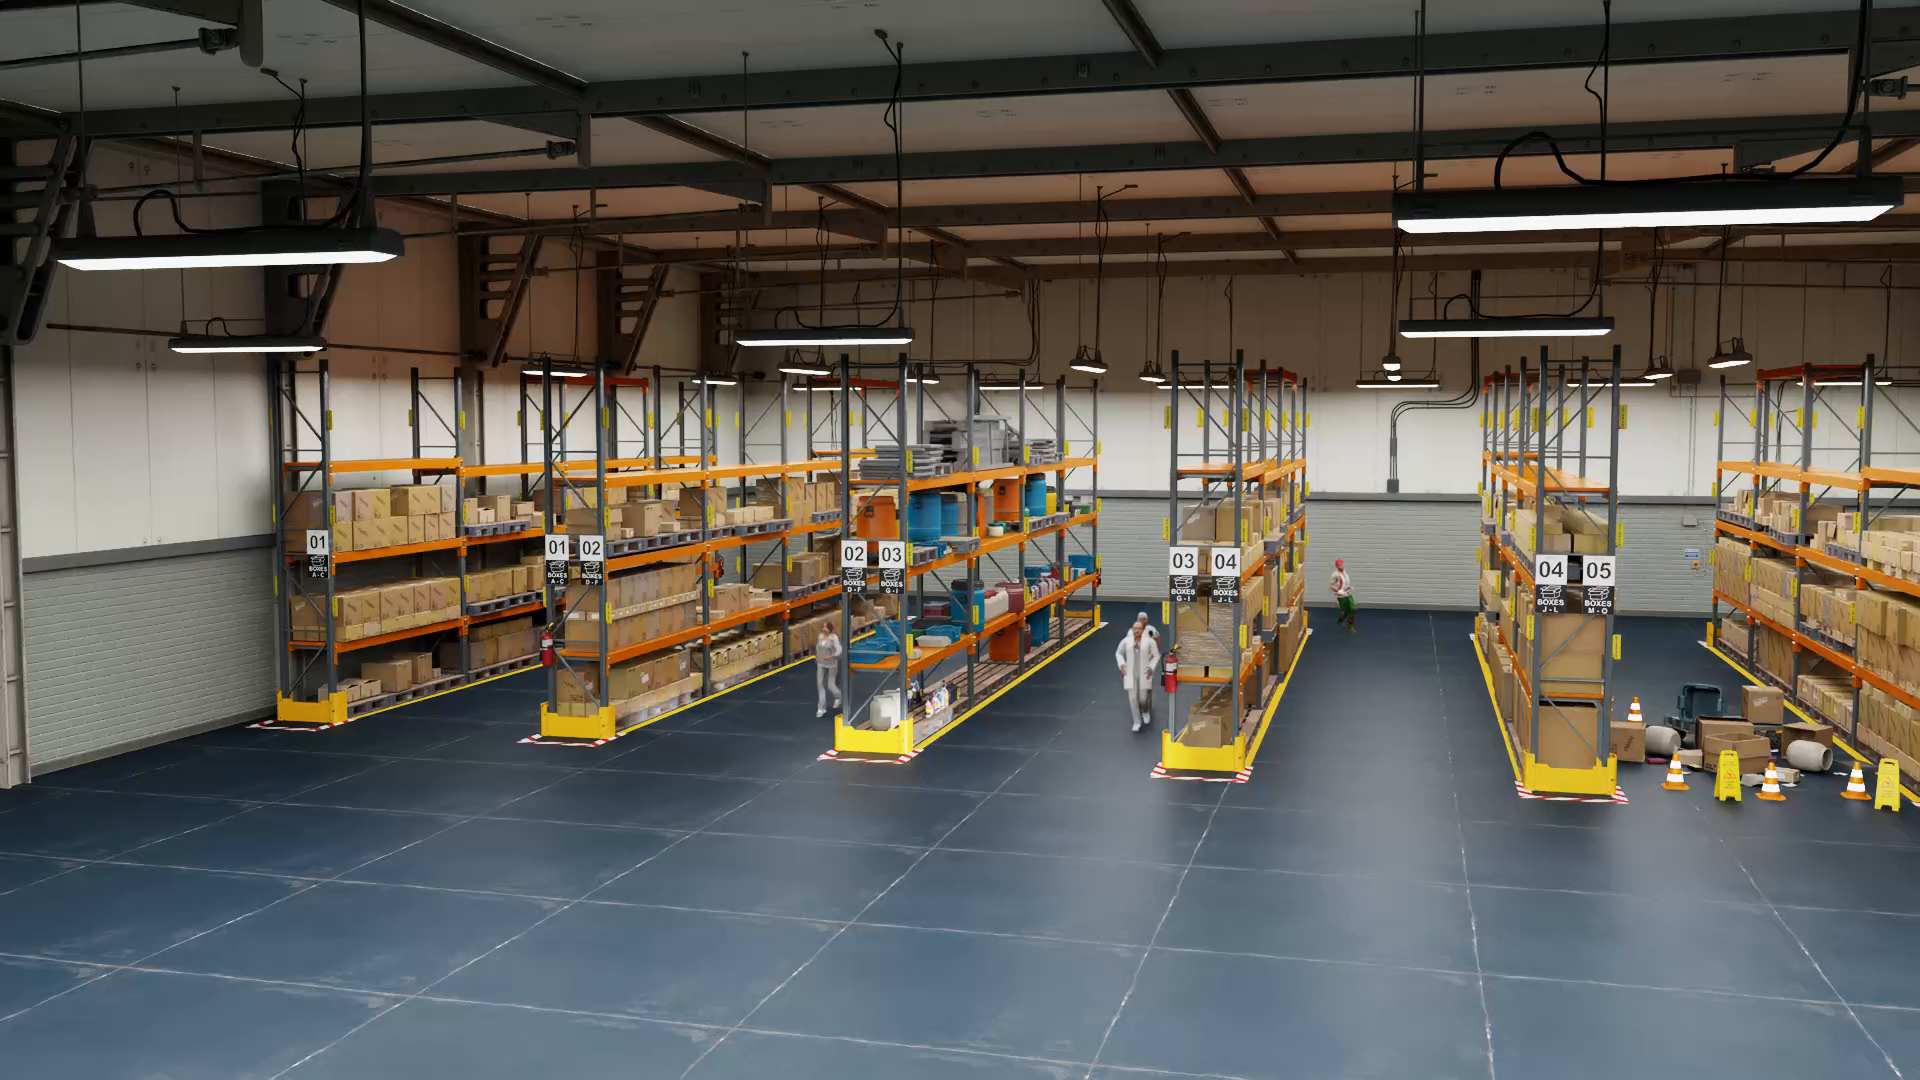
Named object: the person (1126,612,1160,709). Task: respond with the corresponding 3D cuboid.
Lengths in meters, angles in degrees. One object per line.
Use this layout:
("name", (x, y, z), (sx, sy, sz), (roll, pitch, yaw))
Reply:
("person", (3.177, 2.108, 29.013), (0.592, 1.718, 0.725), (1, 4, 12))

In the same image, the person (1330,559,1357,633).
("person", (9.019, 1.321, 39.294), (0.677, 1.755, 0.683), (-2, 5, -29))

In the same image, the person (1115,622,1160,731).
("person", (2.876, 2.192, 27.005), (0.721, 1.746, 0.639), (1, 4, 13))

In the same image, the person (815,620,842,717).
("person", (-2.251, 2.164, 28.307), (0.541, 1.605, 0.791), (1, 4, 19))
